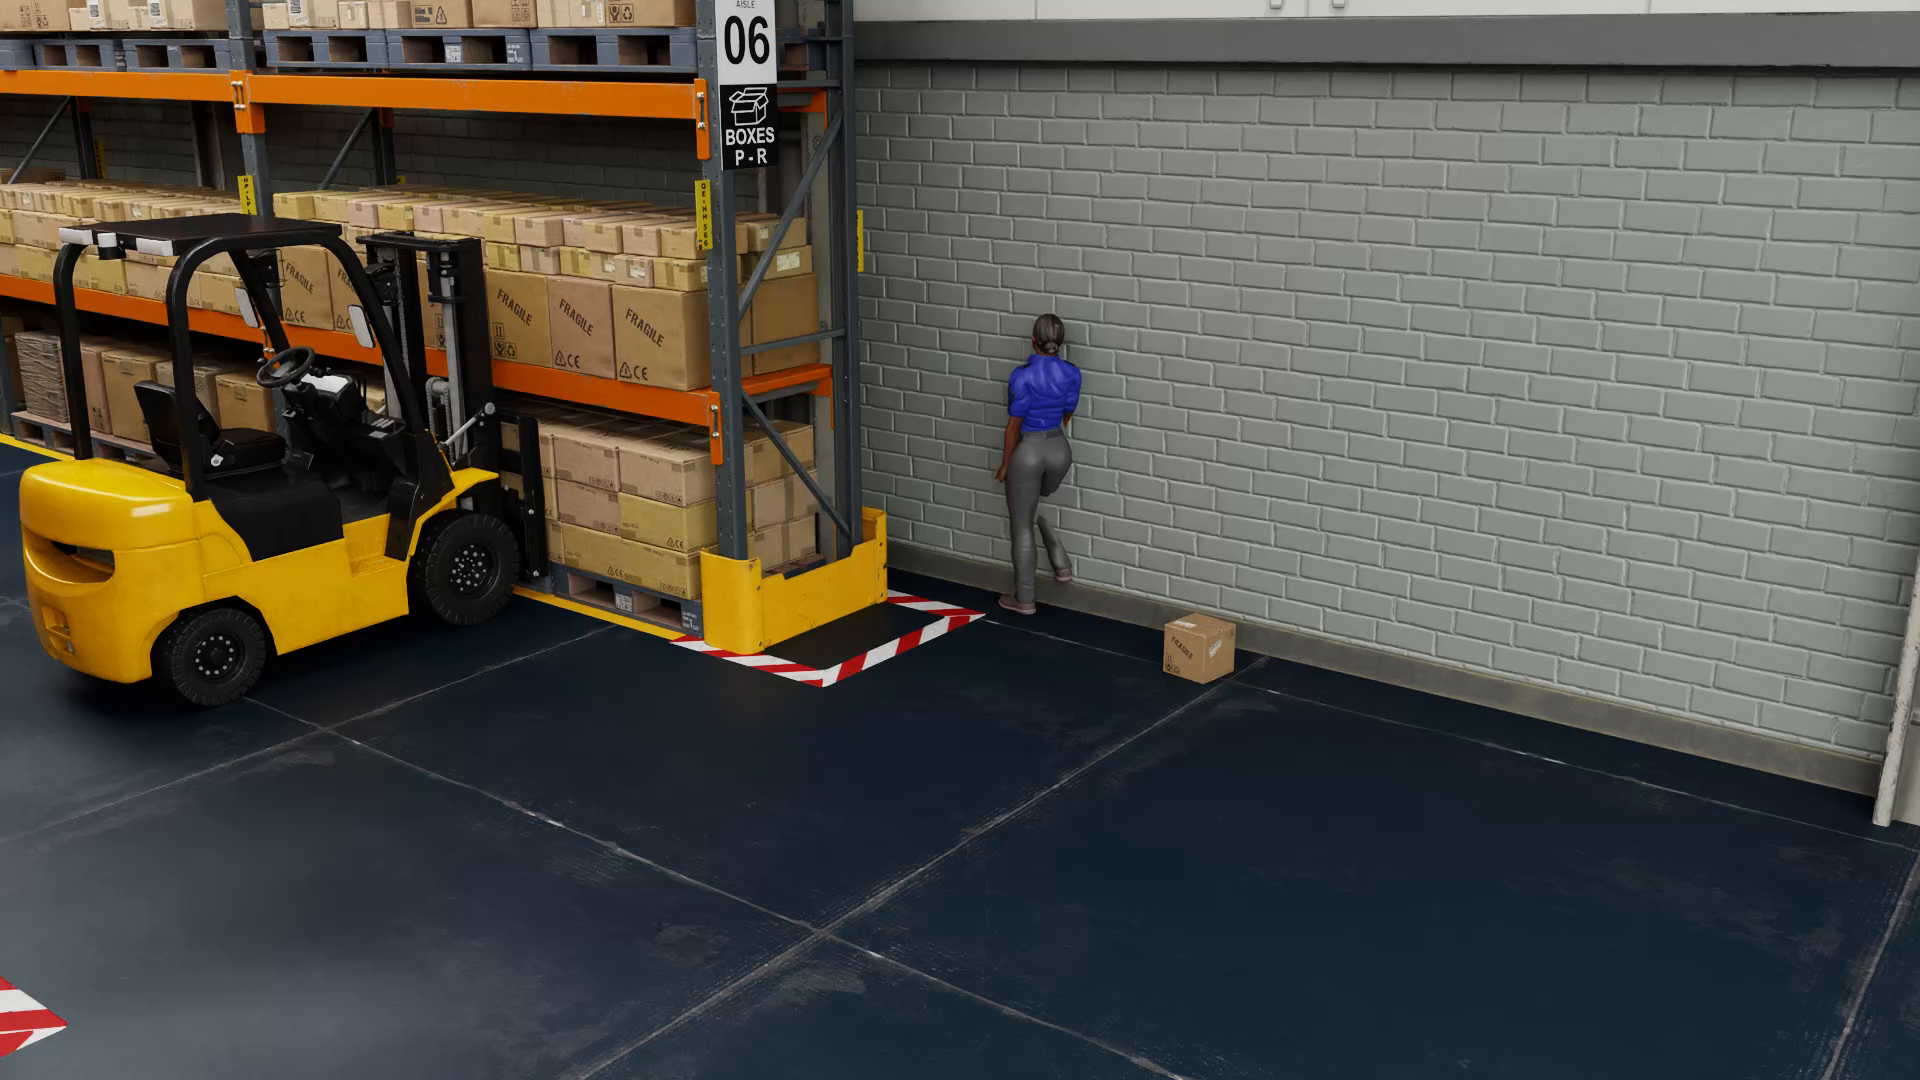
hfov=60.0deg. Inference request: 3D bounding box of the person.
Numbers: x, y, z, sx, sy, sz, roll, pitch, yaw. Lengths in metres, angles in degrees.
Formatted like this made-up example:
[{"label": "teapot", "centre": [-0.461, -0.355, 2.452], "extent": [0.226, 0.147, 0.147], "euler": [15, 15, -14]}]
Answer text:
[{"label": "person", "centre": [0.412, -0.424, 8.985], "extent": [0.449, 1.644, 0.506], "euler": [-7, 18, -23]}]
